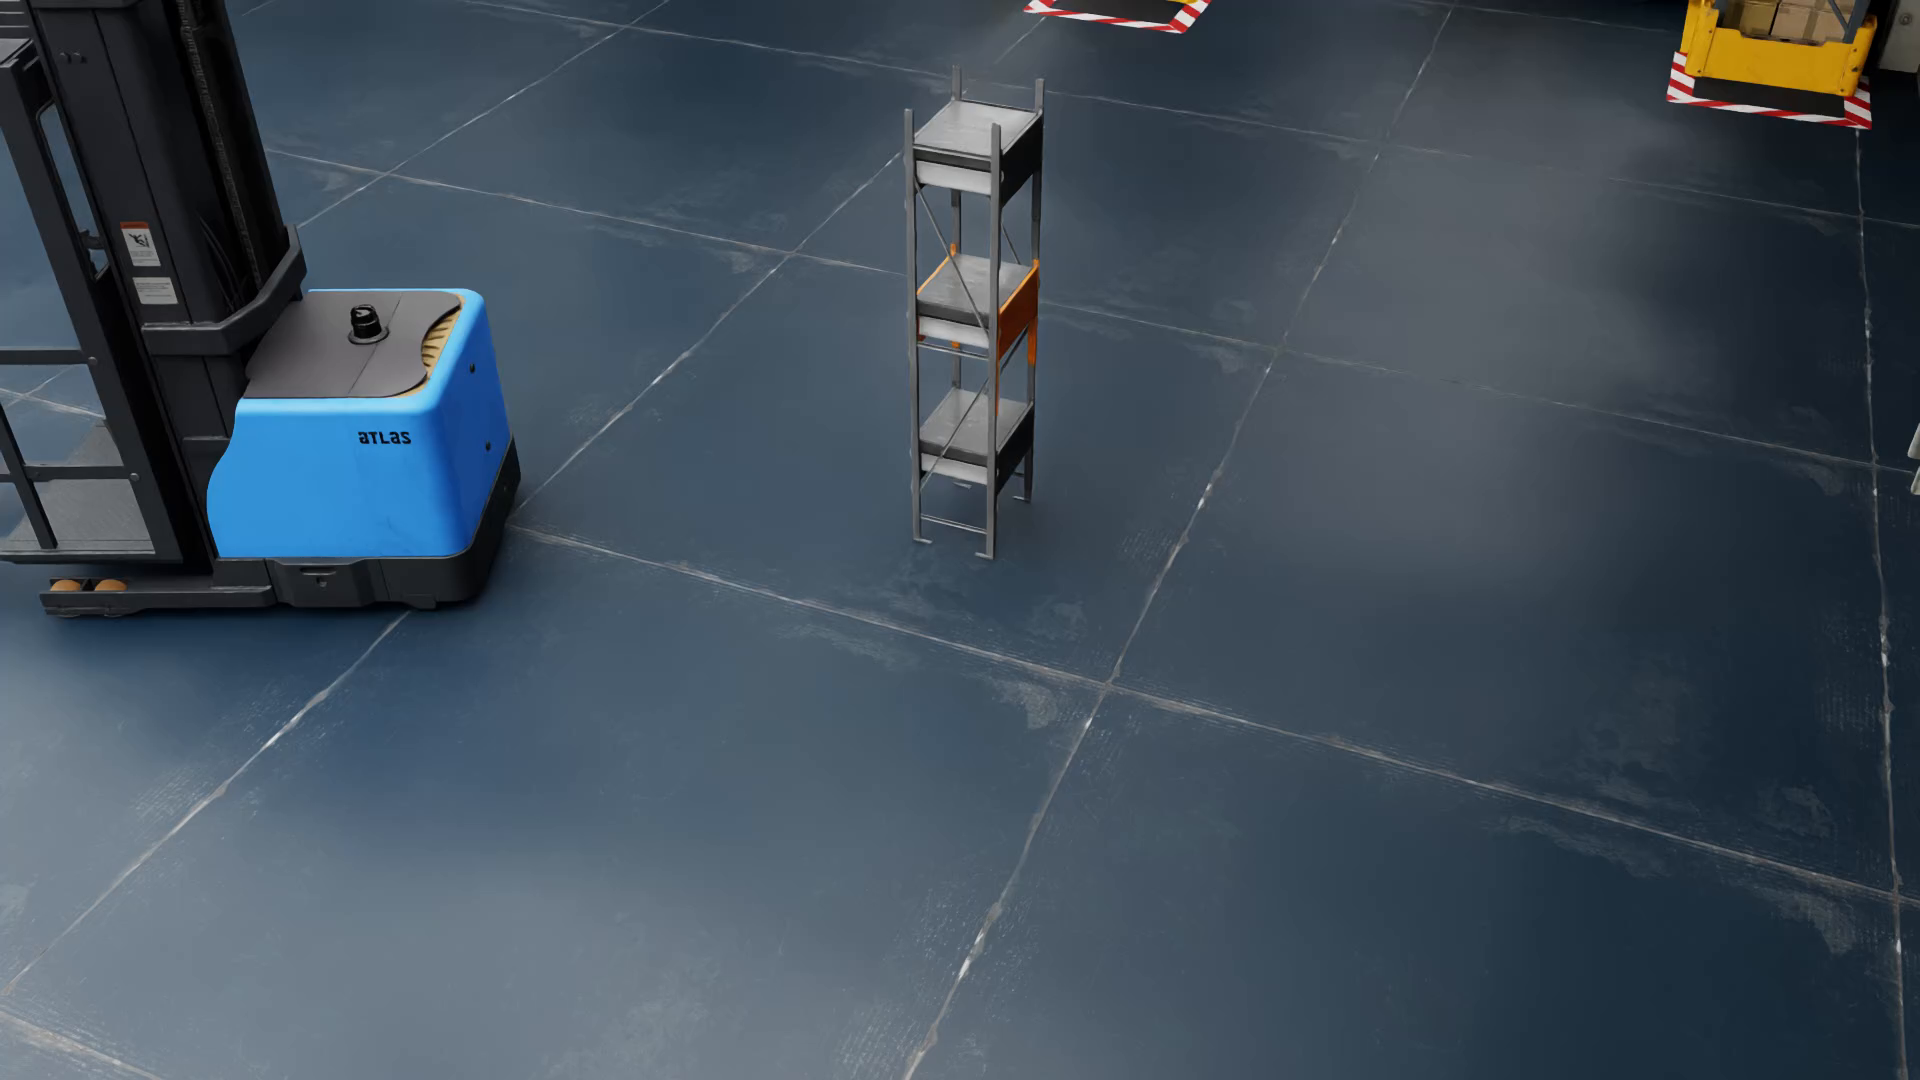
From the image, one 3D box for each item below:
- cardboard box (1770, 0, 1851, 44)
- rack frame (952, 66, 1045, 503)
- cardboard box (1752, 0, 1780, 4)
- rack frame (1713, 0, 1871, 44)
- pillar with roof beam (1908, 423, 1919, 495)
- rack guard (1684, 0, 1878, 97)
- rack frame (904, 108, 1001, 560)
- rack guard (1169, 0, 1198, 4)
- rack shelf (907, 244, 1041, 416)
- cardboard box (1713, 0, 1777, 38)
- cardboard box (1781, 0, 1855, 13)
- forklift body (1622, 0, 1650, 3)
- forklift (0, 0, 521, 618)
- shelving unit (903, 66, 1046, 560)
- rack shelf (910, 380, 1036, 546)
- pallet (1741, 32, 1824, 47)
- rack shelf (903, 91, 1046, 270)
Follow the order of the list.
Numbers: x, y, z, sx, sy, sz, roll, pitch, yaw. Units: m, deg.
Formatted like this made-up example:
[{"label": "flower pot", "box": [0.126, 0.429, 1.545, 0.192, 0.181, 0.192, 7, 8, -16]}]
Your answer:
[{"label": "cardboard box", "box": [6.376, -3.939, 12.460, 0.500, 0.250, 0.500, 14, 39, 18]}, {"label": "rack frame", "box": [0.156, -1.068, 7.425, 0.400, 2.100, 0.015, 14, 39, 18]}, {"label": "cardboard box", "box": [5.905, -4.252, 12.462, 0.500, 0.250, 0.500, 13, 39, 17]}, {"label": "rack frame", "box": [6.009, -4.644, 11.458, 1.000, 3.000, 0.127, 14, 39, 18]}, {"label": "pillar with roof beam", "box": [0.843, -4.886, 6.771, 9.100, 9.000, 0.400, 14, 39, 18]}, {"label": "rack guard", "box": [6.000, -3.630, 12.189, 1.175, 0.500, 0.348, 14, 39, 18]}, {"label": "rack frame", "box": [-0.030, -0.798, 7.063, 0.400, 2.100, 0.015, 14, 39, 18]}, {"label": "rack guard", "box": [1.446, -4.814, 13.773, 1.175, 0.500, 0.348, 14, 39, 18]}, {"label": "rack shelf", "box": [0.063, -0.922, 7.252, 0.431, 0.518, 0.480, 14, 39, 18]}, {"label": "cardboard box", "box": [5.895, -4.043, 12.600, 0.500, 0.250, 0.500, 14, 39, 18]}, {"label": "cardboard box", "box": [6.380, -4.124, 12.291, 0.500, 0.250, 0.500, 15, 39, 19]}, {"label": "forklift body", "box": [5.043, -5.770, 13.673, 2.313, 2.155, 1.214, 14, 39, 18]}, {"label": "forklift", "box": [-3.630, -1.153, 6.845, 3.031, 2.935, 1.130, 0, 37, 0]}, {"label": "shelving unit", "box": [0.063, -0.933, 7.244, 0.431, 2.100, 0.503, 14, 39, 18]}, {"label": "rack shelf", "box": [0.063, -0.361, 7.671, 0.431, 0.518, 0.480, 14, 39, 18]}, {"label": "pallet", "box": [6.261, -3.960, 12.872, 1.003, 0.211, 1.213, 14, 39, 18]}, {"label": "rack shelf", "box": [0.063, -1.482, 6.833, 0.431, 0.518, 0.480, 14, 39, 18]}]
